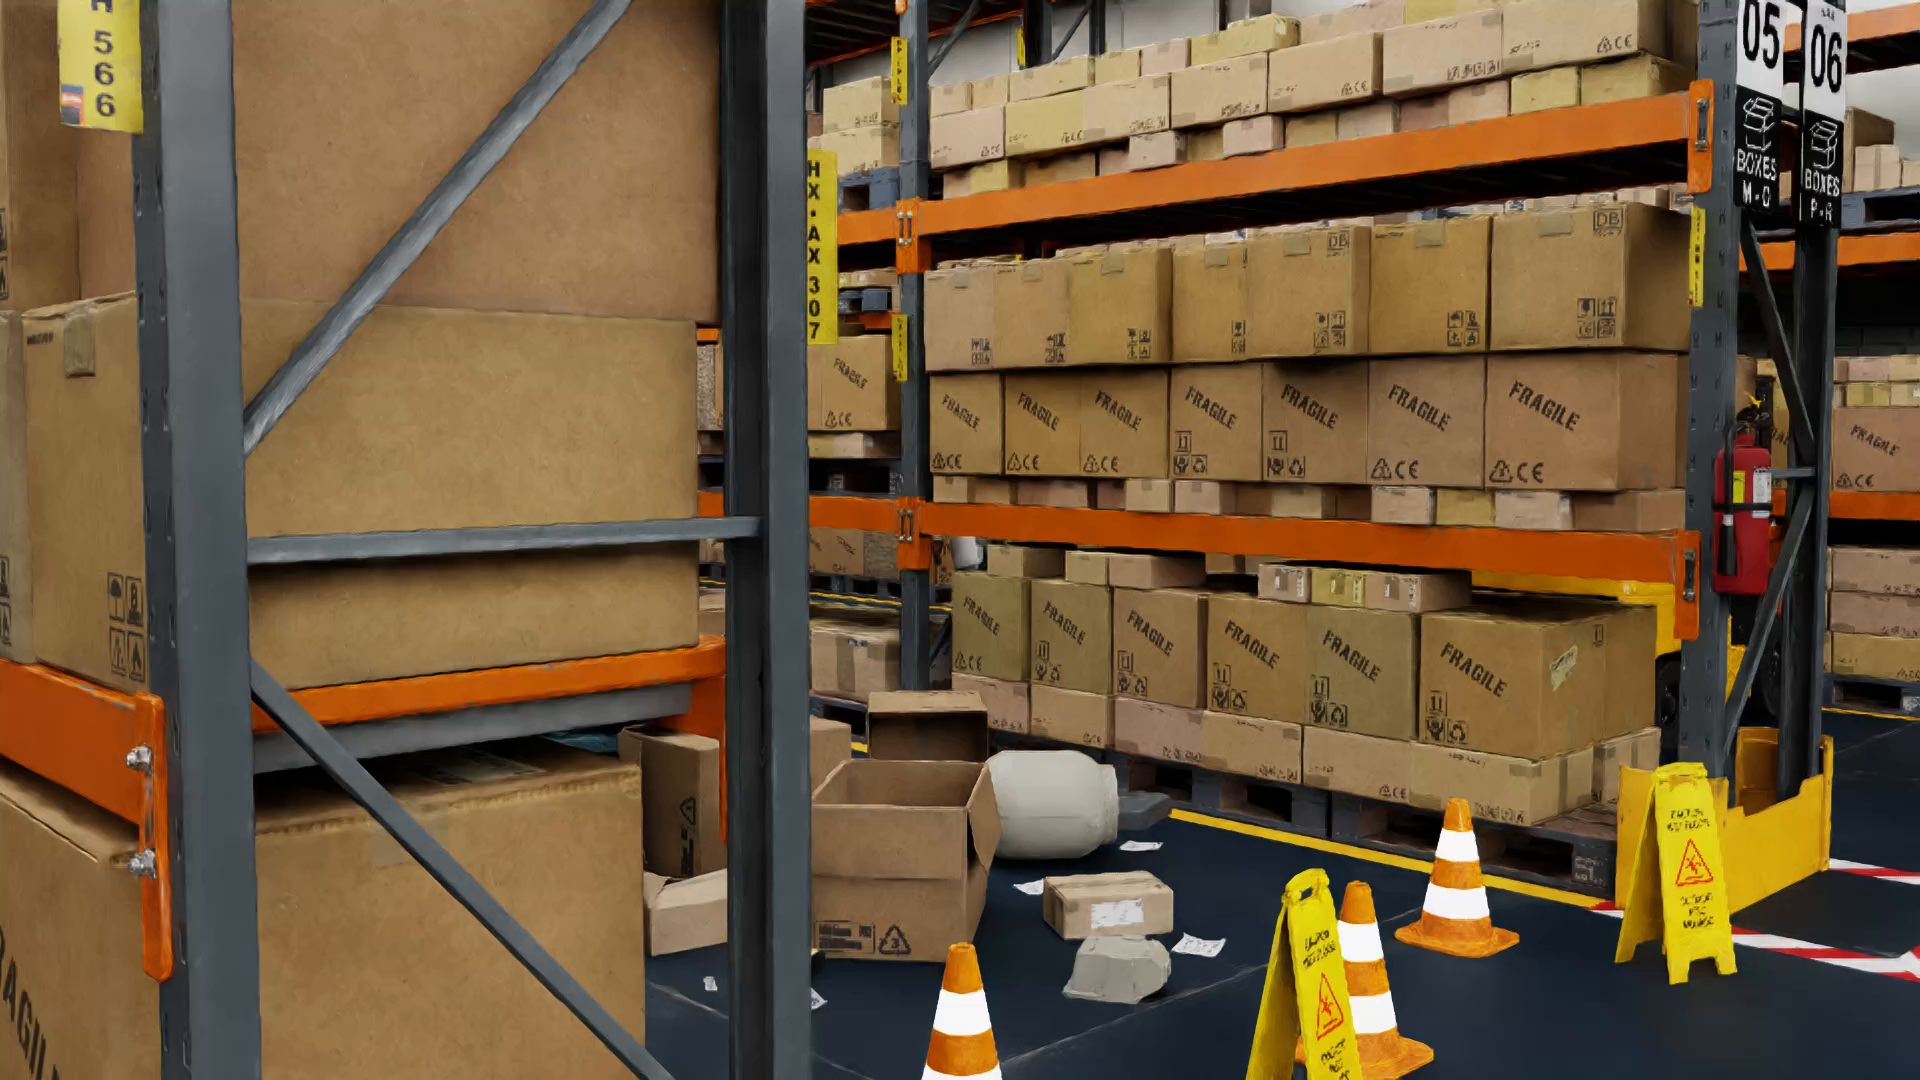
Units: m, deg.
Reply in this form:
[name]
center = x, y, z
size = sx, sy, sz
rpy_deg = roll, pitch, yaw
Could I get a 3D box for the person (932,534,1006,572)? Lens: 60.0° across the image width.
[person]
center = 0.175, -0.016, 12.109
size = 0.732, 1.734, 1.074
rpy_deg = -1, 4, -21
